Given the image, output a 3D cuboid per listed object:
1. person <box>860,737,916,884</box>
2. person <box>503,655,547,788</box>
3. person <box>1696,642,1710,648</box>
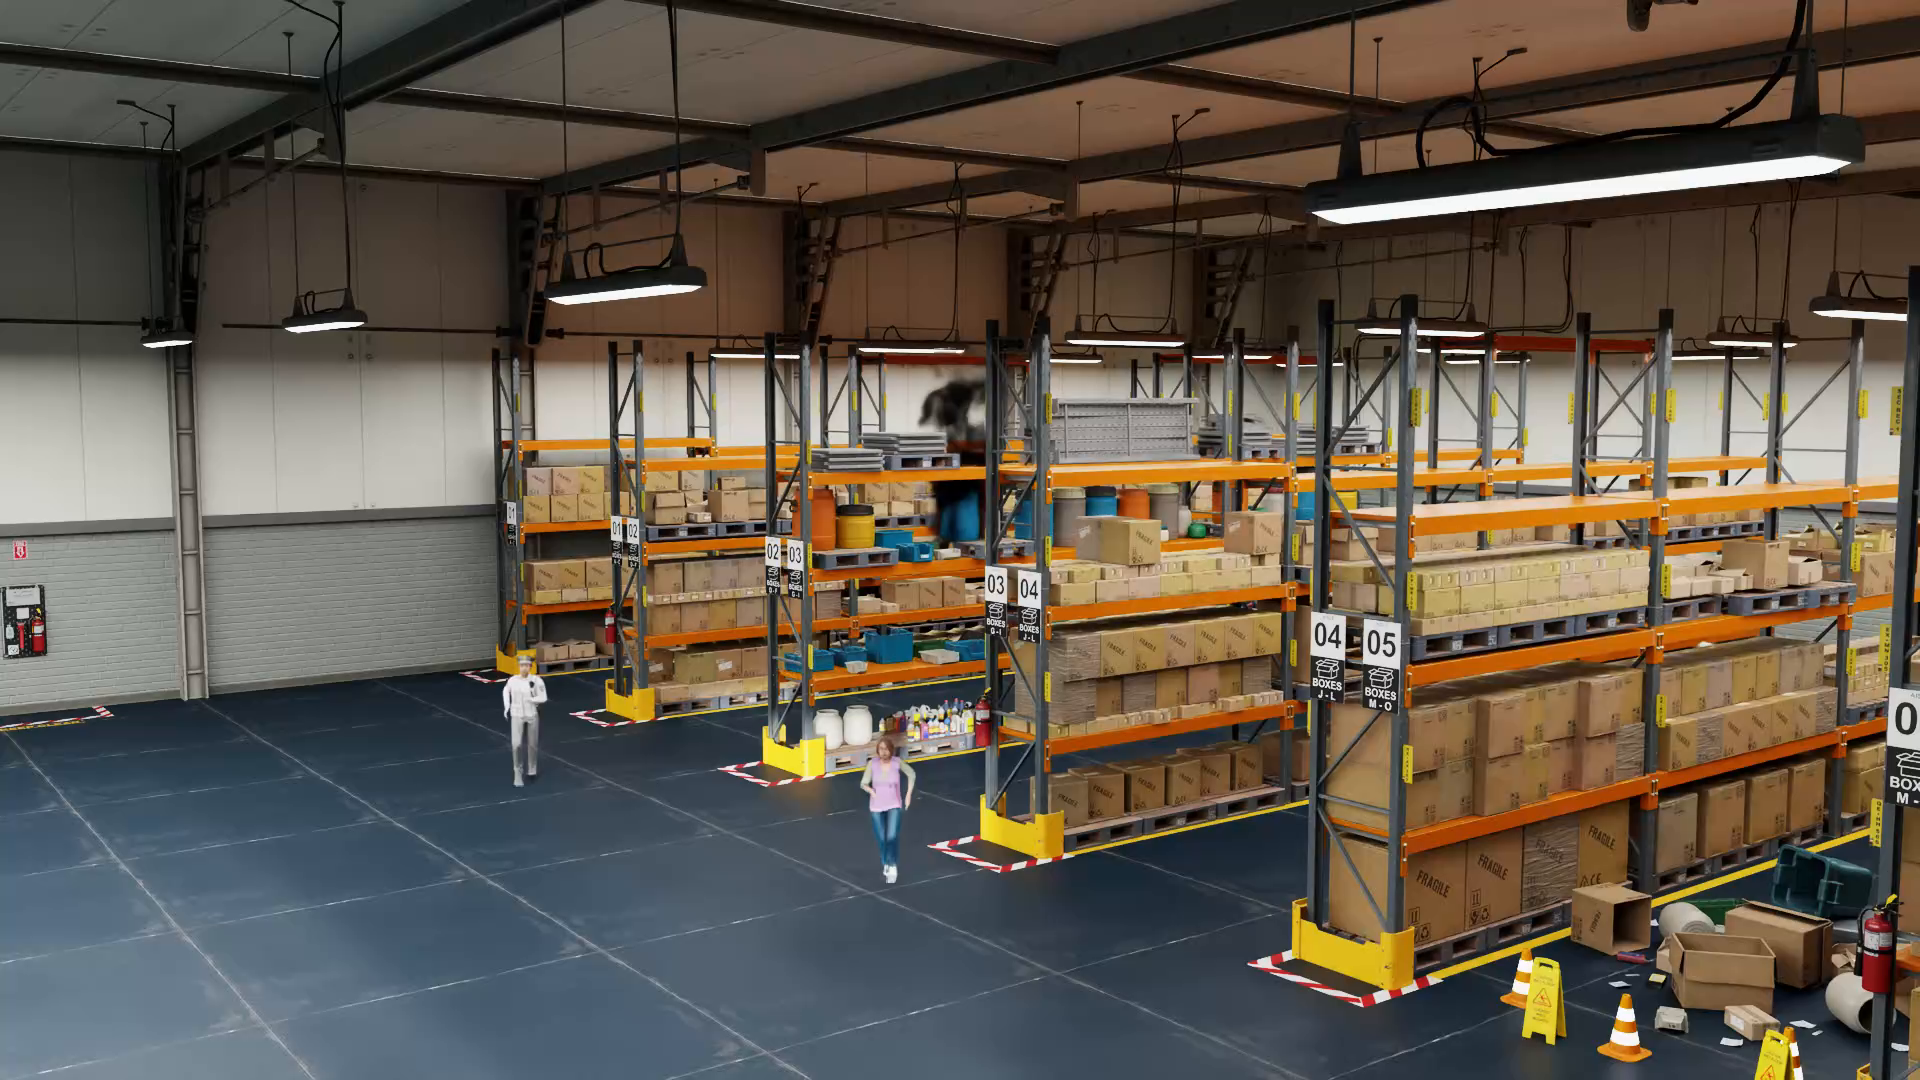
[{"bbox_3d":[-0.768,2.843,17.557,0.561,1.563,0.721,1,5,7],"label":"person"},{"bbox_3d":[-5.769,2.388,22.076,0.582,1.755,0.731,-1,5,-11],"label":"person"},{"bbox_3d":[10.386,2.275,23.183,0.632,1.734,0.691,-5,7,-44],"label":"person"}]
